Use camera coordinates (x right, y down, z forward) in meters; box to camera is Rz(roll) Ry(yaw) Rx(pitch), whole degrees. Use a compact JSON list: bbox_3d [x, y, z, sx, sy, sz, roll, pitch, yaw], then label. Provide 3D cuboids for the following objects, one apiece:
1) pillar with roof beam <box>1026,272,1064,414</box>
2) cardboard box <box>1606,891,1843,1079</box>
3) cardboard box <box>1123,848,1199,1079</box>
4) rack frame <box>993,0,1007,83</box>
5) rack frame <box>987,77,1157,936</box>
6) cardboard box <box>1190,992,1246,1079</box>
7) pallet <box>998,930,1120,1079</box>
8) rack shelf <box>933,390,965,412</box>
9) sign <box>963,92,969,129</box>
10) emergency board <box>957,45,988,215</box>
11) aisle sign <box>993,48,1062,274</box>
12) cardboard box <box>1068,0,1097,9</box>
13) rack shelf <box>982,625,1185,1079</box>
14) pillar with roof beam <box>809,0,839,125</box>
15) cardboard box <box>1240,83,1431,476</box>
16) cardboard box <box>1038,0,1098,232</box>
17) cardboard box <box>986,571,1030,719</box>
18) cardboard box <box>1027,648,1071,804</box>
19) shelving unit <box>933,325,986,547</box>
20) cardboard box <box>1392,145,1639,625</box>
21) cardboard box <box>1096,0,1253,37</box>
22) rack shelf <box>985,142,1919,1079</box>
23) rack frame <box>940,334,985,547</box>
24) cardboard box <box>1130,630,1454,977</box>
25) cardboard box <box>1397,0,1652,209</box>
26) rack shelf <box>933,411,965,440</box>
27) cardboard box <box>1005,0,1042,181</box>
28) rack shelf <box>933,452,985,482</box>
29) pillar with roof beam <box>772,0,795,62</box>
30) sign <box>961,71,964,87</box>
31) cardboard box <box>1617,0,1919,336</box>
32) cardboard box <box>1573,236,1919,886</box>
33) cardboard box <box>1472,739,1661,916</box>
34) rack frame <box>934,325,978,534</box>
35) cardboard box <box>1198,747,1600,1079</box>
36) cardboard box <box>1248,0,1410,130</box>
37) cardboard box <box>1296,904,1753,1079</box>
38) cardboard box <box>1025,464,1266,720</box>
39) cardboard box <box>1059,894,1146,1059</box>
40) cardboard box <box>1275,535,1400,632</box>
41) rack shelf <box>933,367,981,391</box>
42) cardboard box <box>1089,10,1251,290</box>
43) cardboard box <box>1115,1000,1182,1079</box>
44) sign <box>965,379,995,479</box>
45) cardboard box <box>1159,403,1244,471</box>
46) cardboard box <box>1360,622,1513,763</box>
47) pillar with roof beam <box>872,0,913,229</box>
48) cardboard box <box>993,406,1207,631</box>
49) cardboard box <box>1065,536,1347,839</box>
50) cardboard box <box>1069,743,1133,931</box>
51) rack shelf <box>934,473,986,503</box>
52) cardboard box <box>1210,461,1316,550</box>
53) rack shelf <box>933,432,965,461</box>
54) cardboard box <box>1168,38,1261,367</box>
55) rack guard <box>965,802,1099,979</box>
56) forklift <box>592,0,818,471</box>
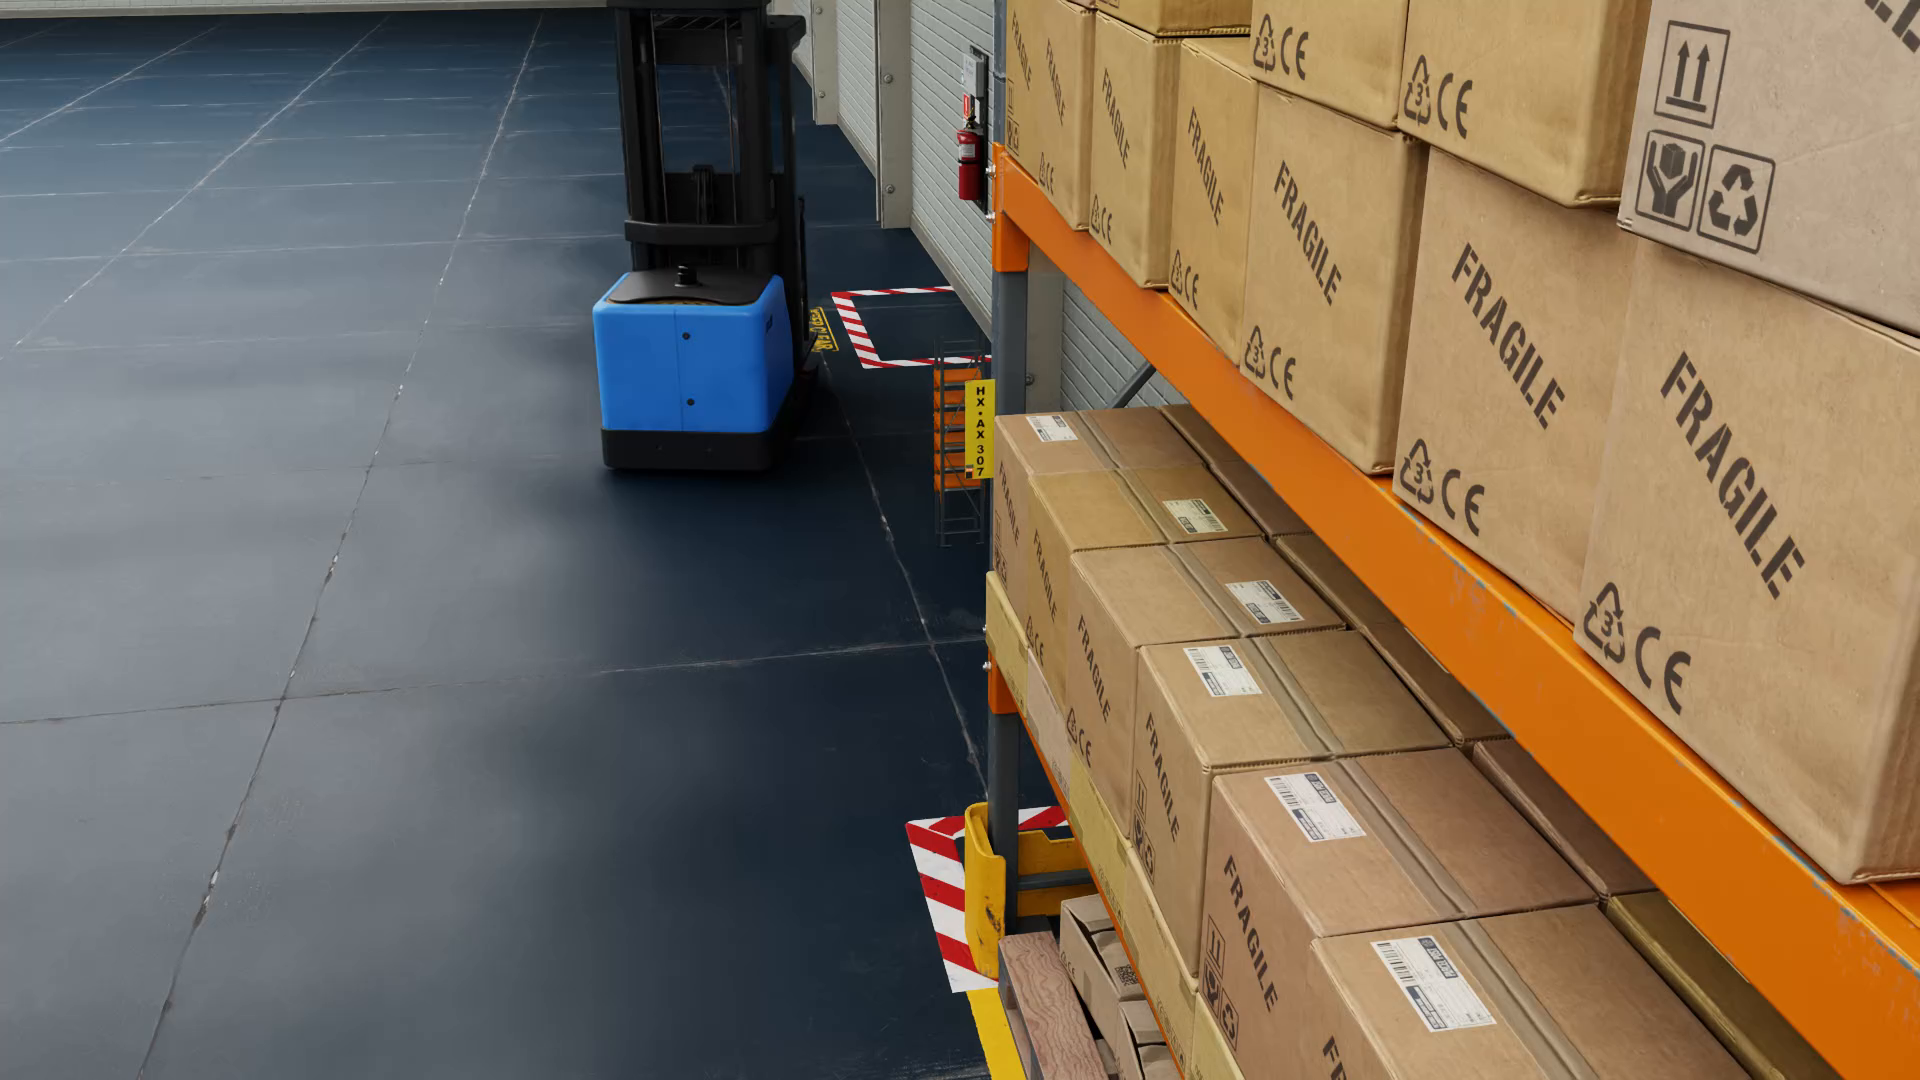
[{"bbox_3d":[-3.762,-4.568,8.466,9.100,9.000,0.400,-4,24,-10],"label":"pillar with roof beam"},{"bbox_3d":[1.365,0.896,2.675,0.500,0.500,0.500,-4,24,-10],"label":"cardboard box"},{"bbox_3d":[0.667,0.889,3.629,0.500,0.250,0.500,-4,24,-9],"label":"cardboard box"},{"bbox_3d":[0.599,-2.738,4.276,1.000,3.000,0.127,-4,24,-10],"label":"rack frame"},{"bbox_3d":[0.599,0.011,5.477,1.000,3.000,0.127,-4,24,-10],"label":"rack frame"},{"bbox_3d":[0.761,1.087,3.176,0.500,0.250,0.500,-4,24,-10],"label":"cardboard box"},{"bbox_3d":[0.729,1.641,5.229,1.003,0.211,1.213,-4,24,-10],"label":"pallet"},{"bbox_3d":[-0.003,-0.735,8.945,0.258,0.103,0.180,-4,24,-10],"label":"rack shelf"},{"bbox_3d":[0.049,-3.354,13.137,0.001,0.329,0.234,-4,24,-10],"label":"sign"},{"bbox_3d":[0.050,-3.112,12.629,0.194,1.169,0.643,-4,24,-10],"label":"emergency board"},{"bbox_3d":[0.291,-1.186,4.970,0.394,0.787,0.004,-4,24,-10],"label":"aisle sign"},{"bbox_3d":[0.475,-1.506,3.804,0.500,0.500,0.500,-5,24,-10],"label":"cardboard box"},{"bbox_3d":[0.969,1.128,3.819,1.077,0.370,4.000,-4,24,-10],"label":"rack shelf"},{"bbox_3d":[-5.980,-9.288,19.274,9.100,9.000,0.400,-4,24,-10],"label":"pillar with roof beam"},{"bbox_3d":[0.782,-0.440,2.613,0.500,0.500,0.500,-5,24,-12],"label":"cardboard box"},{"bbox_3d":[0.480,-1.055,4.019,0.500,0.500,0.500,-3,24,-6],"label":"cardboard box"},{"bbox_3d":[0.377,0.286,5.009,0.500,0.250,0.500,-5,24,-11],"label":"cardboard box"},{"bbox_3d":[0.487,0.489,4.544,0.500,0.250,0.500,-5,24,-11],"label":"cardboard box"},{"bbox_3d":[-0.003,-0.556,9.023,0.258,1.200,0.189,-4,24,-10],"label":"shelving unit"},{"bbox_3d":[0.922,-0.225,2.120,0.500,0.500,0.500,-6,24,-14],"label":"cardboard box"},{"bbox_3d":[0.581,-1.305,3.344,0.500,0.500,0.500,-4,24,-8],"label":"cardboard box"},{"bbox_3d":[0.969,-0.247,3.219,1.077,0.370,4.000,-4,24,-10],"label":"rack shelf"},{"bbox_3d":[0.014,-0.520,8.940,0.240,1.200,0.006,-4,24,-10],"label":"rack frame"},{"bbox_3d":[0.670,0.538,3.496,0.500,0.500,0.500,-4,24,-8],"label":"cardboard box"},{"bbox_3d":[0.867,-0.696,1.950,0.500,0.500,0.500,-3,24,-7],"label":"cardboard box"},{"bbox_3d":[-0.003,-0.625,8.993,0.258,0.103,0.180,-4,24,-10],"label":"rack shelf"},{"bbox_3d":[0.415,-1.268,4.509,0.500,0.500,0.500,-4,24,-8],"label":"cardboard box"},{"bbox_3d":[-0.003,-0.405,9.089,0.258,0.103,0.180,-4,24,-10],"label":"rack shelf"},{"bbox_3d":[-7.090,-11.648,24.677,9.100,9.000,0.400,-4,24,-10],"label":"pillar with roof beam"},{"bbox_3d":[0.041,-3.594,13.025,0.001,0.109,0.331,-4,24,-10],"label":"sign"},{"bbox_3d":[0.980,-0.480,1.455,0.500,0.500,0.500,-6,24,-14],"label":"cardboard box"},{"bbox_3d":[1.002,-0.026,1.665,0.500,0.500,0.500,-4,24,-8],"label":"cardboard box"},{"bbox_3d":[1.279,0.700,3.125,0.500,0.500,0.500,-4,24,-8],"label":"cardboard box"},{"bbox_3d":[-0.020,-0.592,9.105,0.240,1.200,0.006,-4,24,-10],"label":"rack frame"},{"bbox_3d":[0.767,0.743,3.027,0.500,0.500,0.500,-5,24,-11],"label":"cardboard box"},{"bbox_3d":[0.761,-0.900,2.415,0.500,0.500,0.500,-5,24,-12],"label":"cardboard box"},{"bbox_3d":[0.850,0.941,2.572,0.500,0.500,0.500,-4,24,-10],"label":"cardboard box"},{"bbox_3d":[0.474,0.132,4.425,0.500,0.500,0.500,-4,24,-10],"label":"cardboard box"},{"bbox_3d":[0.639,1.321,5.288,0.500,0.311,0.500,-7,25,-16],"label":"cardboard box"},{"bbox_3d":[1.078,0.299,4.044,0.500,0.500,0.500,-5,24,-11],"label":"cardboard box"},{"bbox_3d":[-0.003,-0.845,8.897,0.258,0.103,0.180,-4,24,-10],"label":"rack shelf"},{"bbox_3d":[0.580,-0.851,3.552,0.500,0.500,0.500,-3,24,-7],"label":"cardboard box"},{"bbox_3d":[0.744,1.545,4.775,0.500,0.311,0.500,-2,24,-5],"label":"cardboard box"},{"bbox_3d":[0.066,-0.345,5.211,0.100,0.325,0.005,-4,24,-10],"label":"sign"},{"bbox_3d":[0.895,-0.103,4.964,0.500,0.500,0.500,-5,24,-10],"label":"cardboard box"},{"bbox_3d":[1.172,0.497,3.591,0.500,0.500,0.500,-4,24,-9],"label":"cardboard box"},{"bbox_3d":[-4.871,-6.928,13.870,9.100,9.000,0.400,-4,24,-10],"label":"pillar with roof beam"},{"bbox_3d":[0.392,-0.063,4.872,0.500,0.500,0.500,-4,24,-10],"label":"cardboard box"},{"bbox_3d":[0.563,0.336,3.959,0.500,0.500,0.500,-5,24,-11],"label":"cardboard box"},{"bbox_3d":[0.576,0.690,4.084,0.500,0.250,0.500,-5,24,-11],"label":"cardboard box"},{"bbox_3d":[-0.003,-0.295,9.137,0.258,0.103,0.180,-4,24,-10],"label":"rack shelf"},{"bbox_3d":[0.979,0.095,4.509,0.500,0.500,0.500,-4,24,-9],"label":"cardboard box"},{"bbox_3d":[-0.003,-0.515,9.041,0.258,0.103,0.180,-4,24,-10],"label":"rack shelf"},{"bbox_3d":[0.699,-0.641,3.073,0.500,0.500,0.500,-3,24,-6],"label":"cardboard box"},{"bbox_3d":[0.613,1.187,5.909,1.175,0.500,0.348,-4,24,-10],"label":"rack guard"},{"bbox_3d":[-1.573,-2.308,10.873,1.130,2.935,3.031,1,24,3],"label":"forklift"}]
